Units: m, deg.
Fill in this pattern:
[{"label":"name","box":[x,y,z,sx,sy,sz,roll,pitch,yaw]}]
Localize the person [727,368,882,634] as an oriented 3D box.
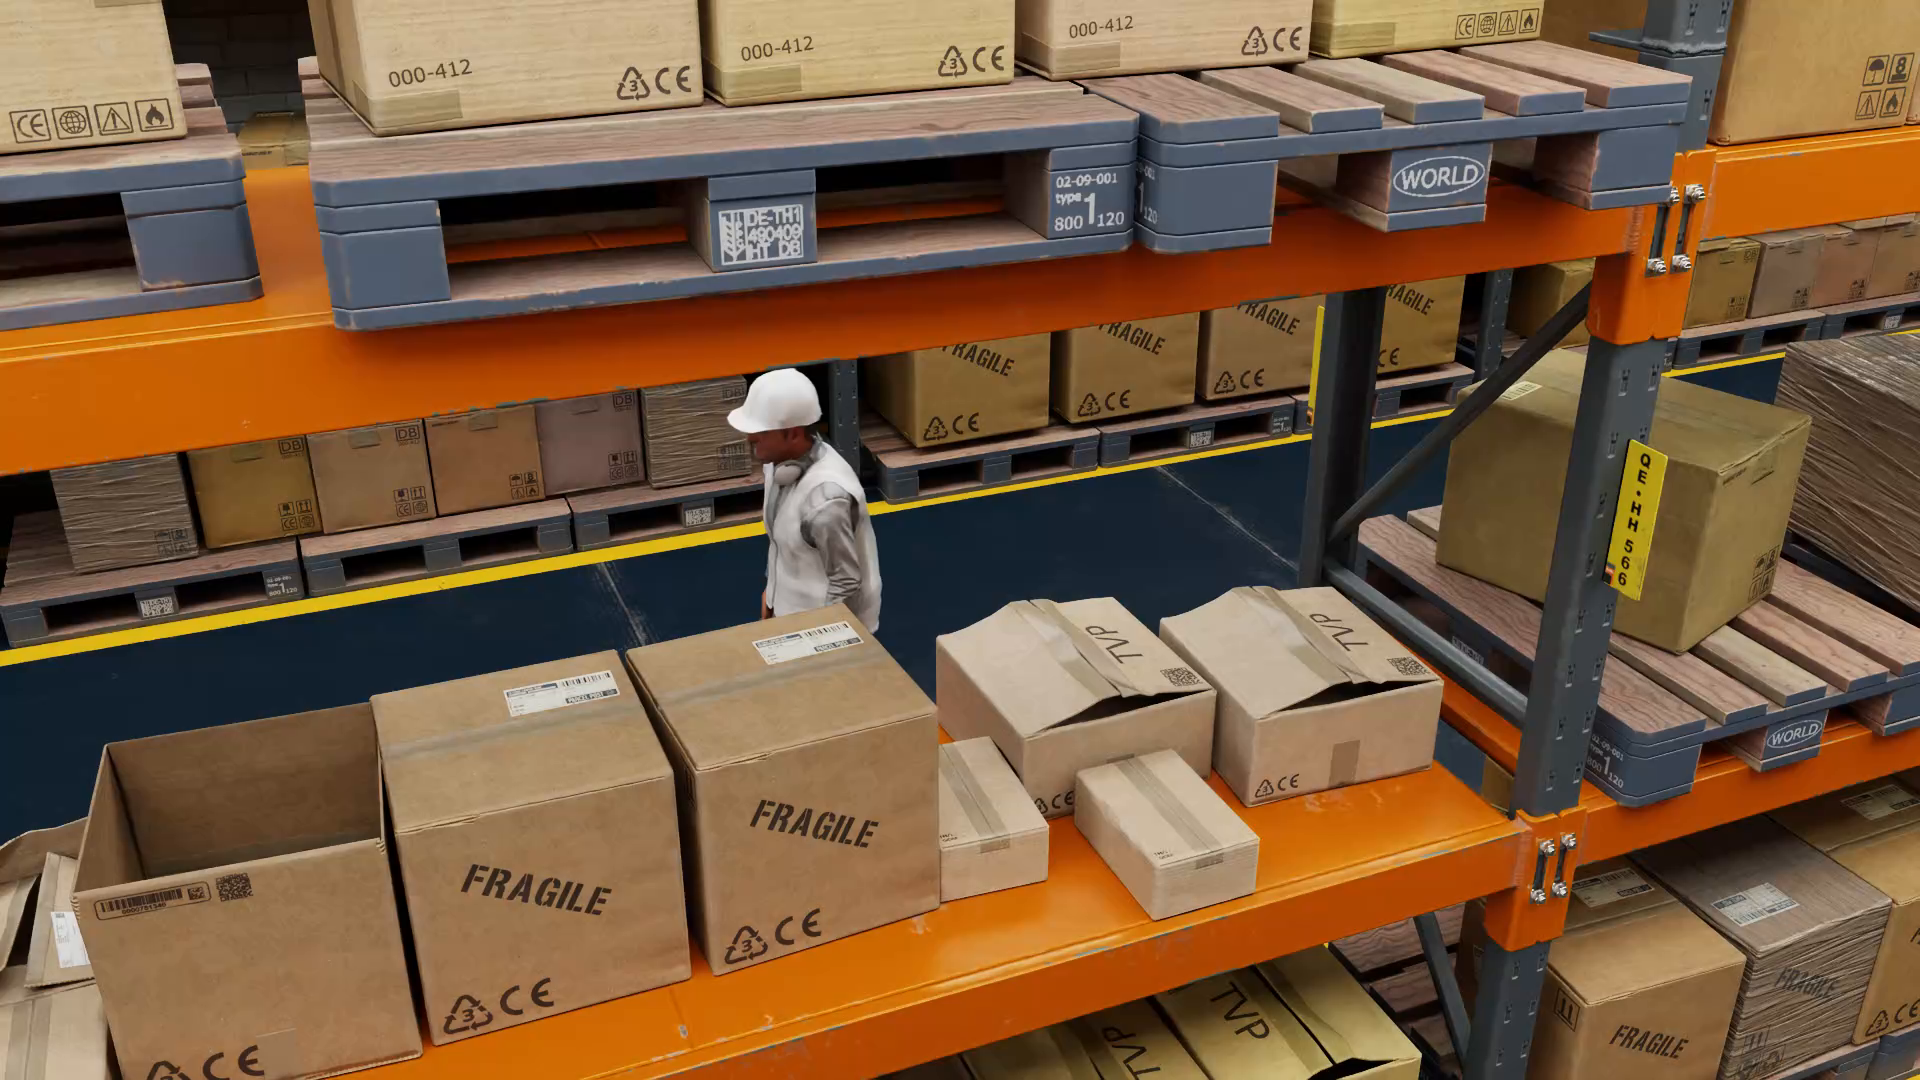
[{"label":"person","box":[-0.506,0.257,5.549,0.466,1.771,0.587,-11,28,-22]}]
